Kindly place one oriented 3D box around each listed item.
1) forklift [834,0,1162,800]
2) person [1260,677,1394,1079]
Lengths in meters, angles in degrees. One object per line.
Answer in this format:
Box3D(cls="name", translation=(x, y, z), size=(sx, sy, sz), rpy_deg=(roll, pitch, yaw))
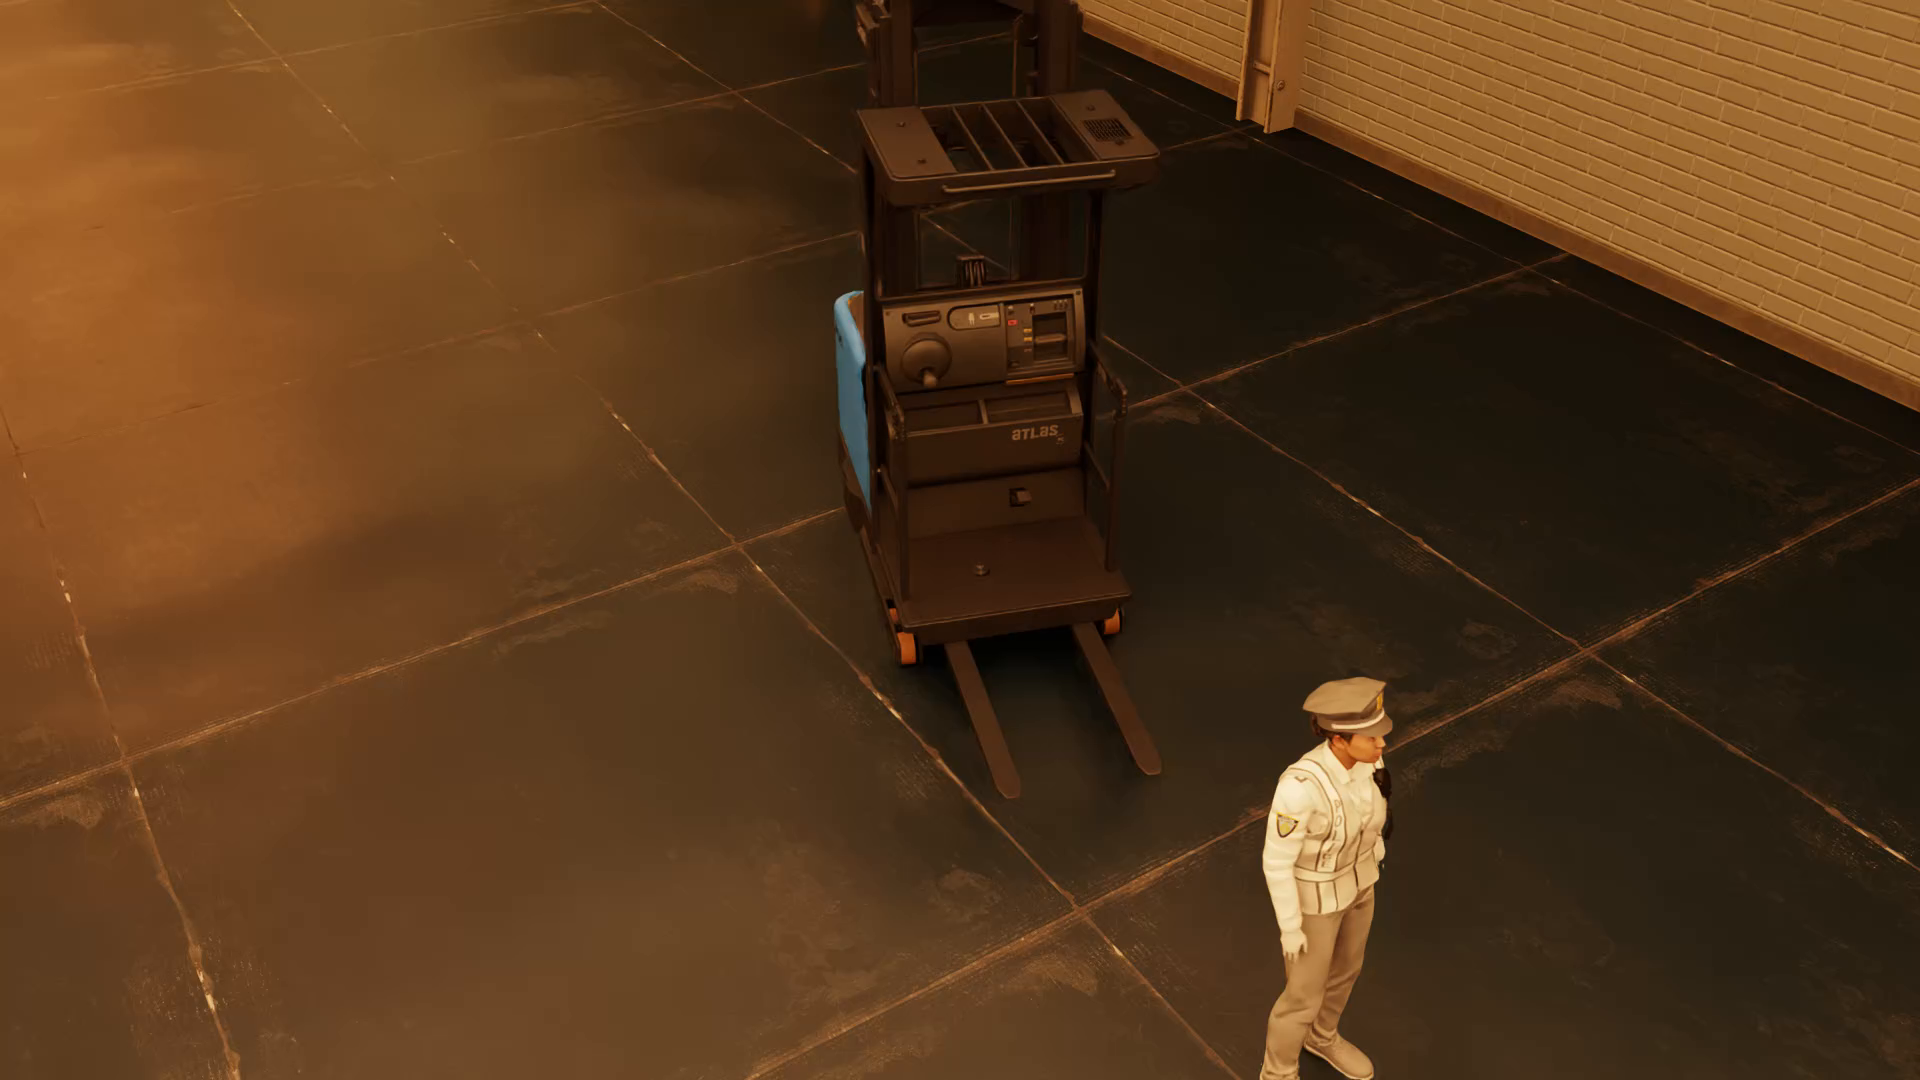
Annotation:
Box3D(cls="forklift", translation=(0.165, -0.849, 7.355), size=(1.130, 2.935, 3.031), rpy_deg=(-8, 36, -11))
Box3D(cls="person", translation=(1.253, 1.191, 5.543), size=(0.570, 1.709, 0.454), rpy_deg=(-28, 44, -34))
